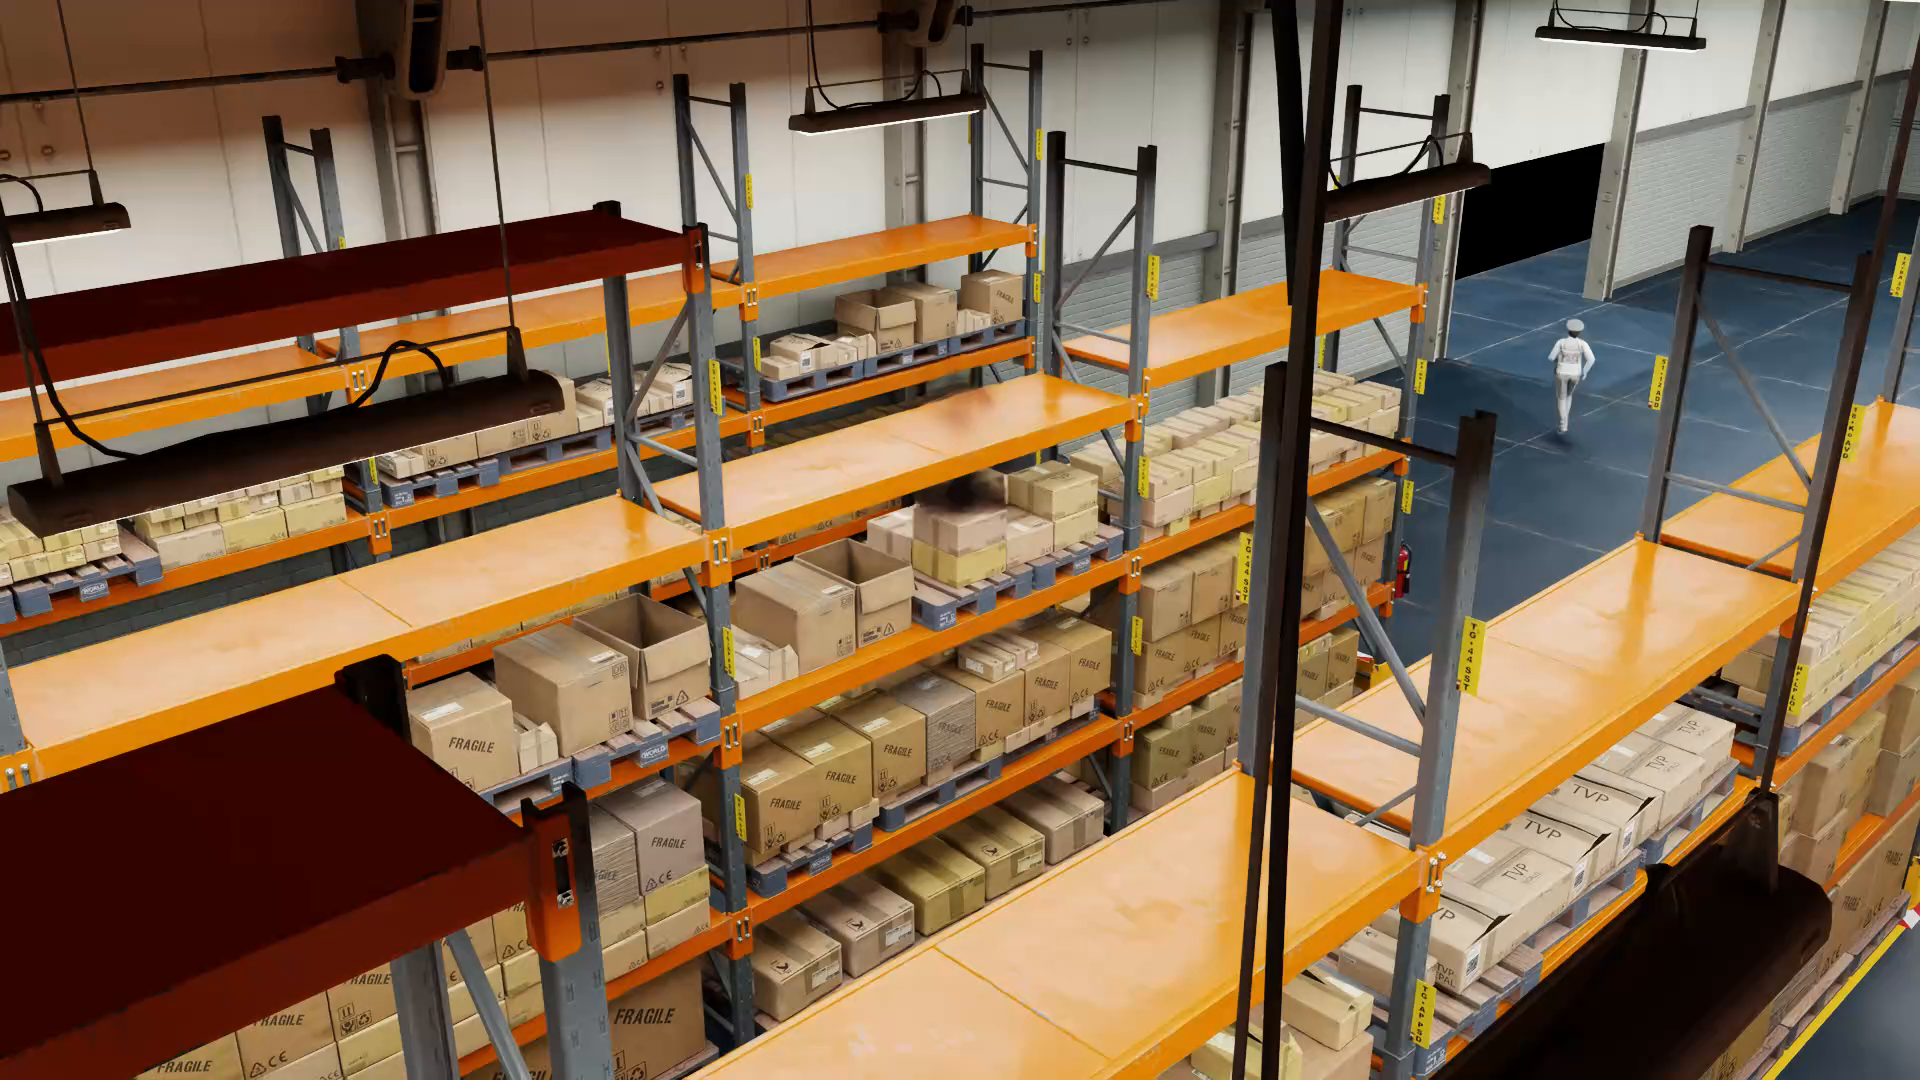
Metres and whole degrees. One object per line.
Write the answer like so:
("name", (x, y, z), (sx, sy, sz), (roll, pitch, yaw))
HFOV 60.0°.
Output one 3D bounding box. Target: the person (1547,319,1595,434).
("person", (8.901, -2.371, 24.379), (0.605, 1.729, 0.813), (2, 23, 6))
